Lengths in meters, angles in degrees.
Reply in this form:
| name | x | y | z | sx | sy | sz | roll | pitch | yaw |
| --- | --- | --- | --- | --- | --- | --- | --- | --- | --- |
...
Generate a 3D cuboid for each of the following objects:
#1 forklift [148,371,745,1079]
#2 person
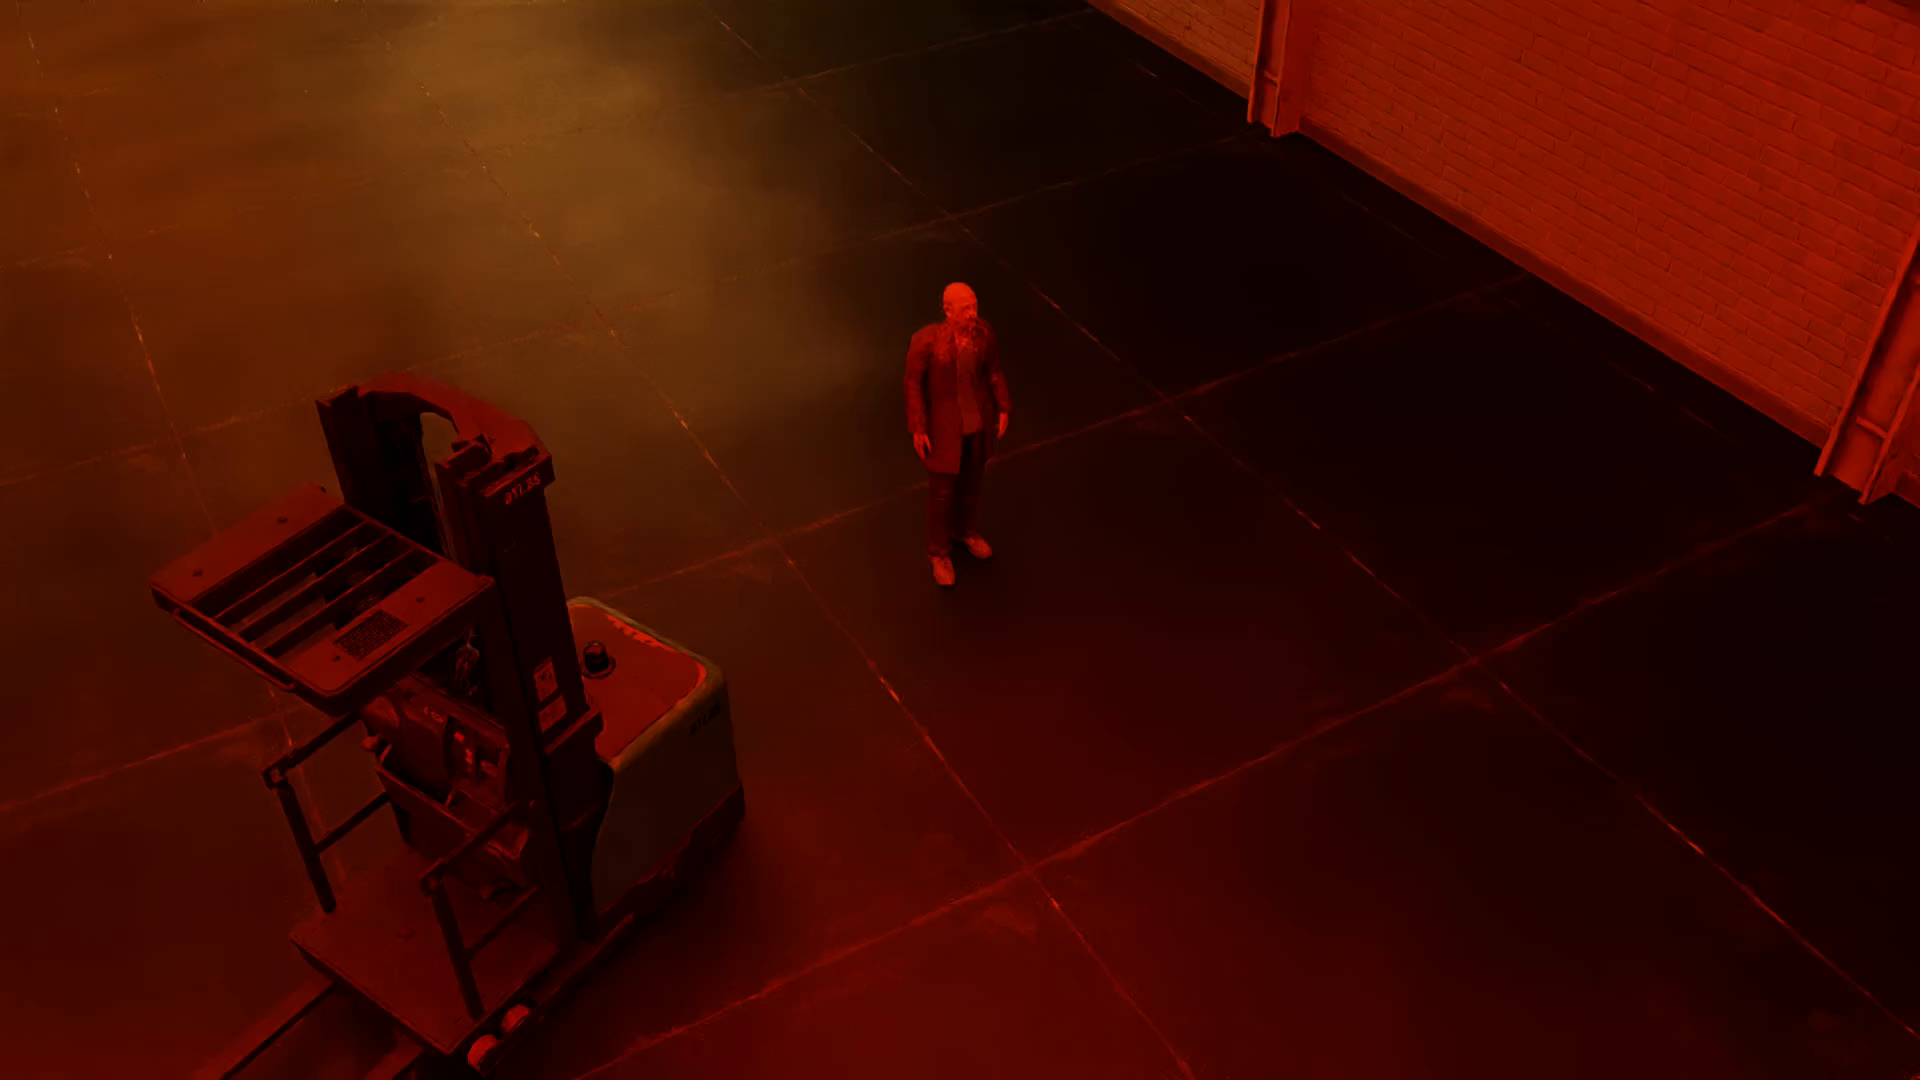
| name | x | y | z | sx | sy | sz | roll | pitch | yaw |
| --- | --- | --- | --- | --- | --- | --- | --- | --- | --- |
| forklift | -2.363 | 0.901 | 6.950 | 1.130 | 2.935 | 3.031 | 24 | 45 | 26 |
| person | 0.042 | -0.638 | 9.697 | 0.694 | 1.776 | 0.580 | -20 | 44 | -23 |
